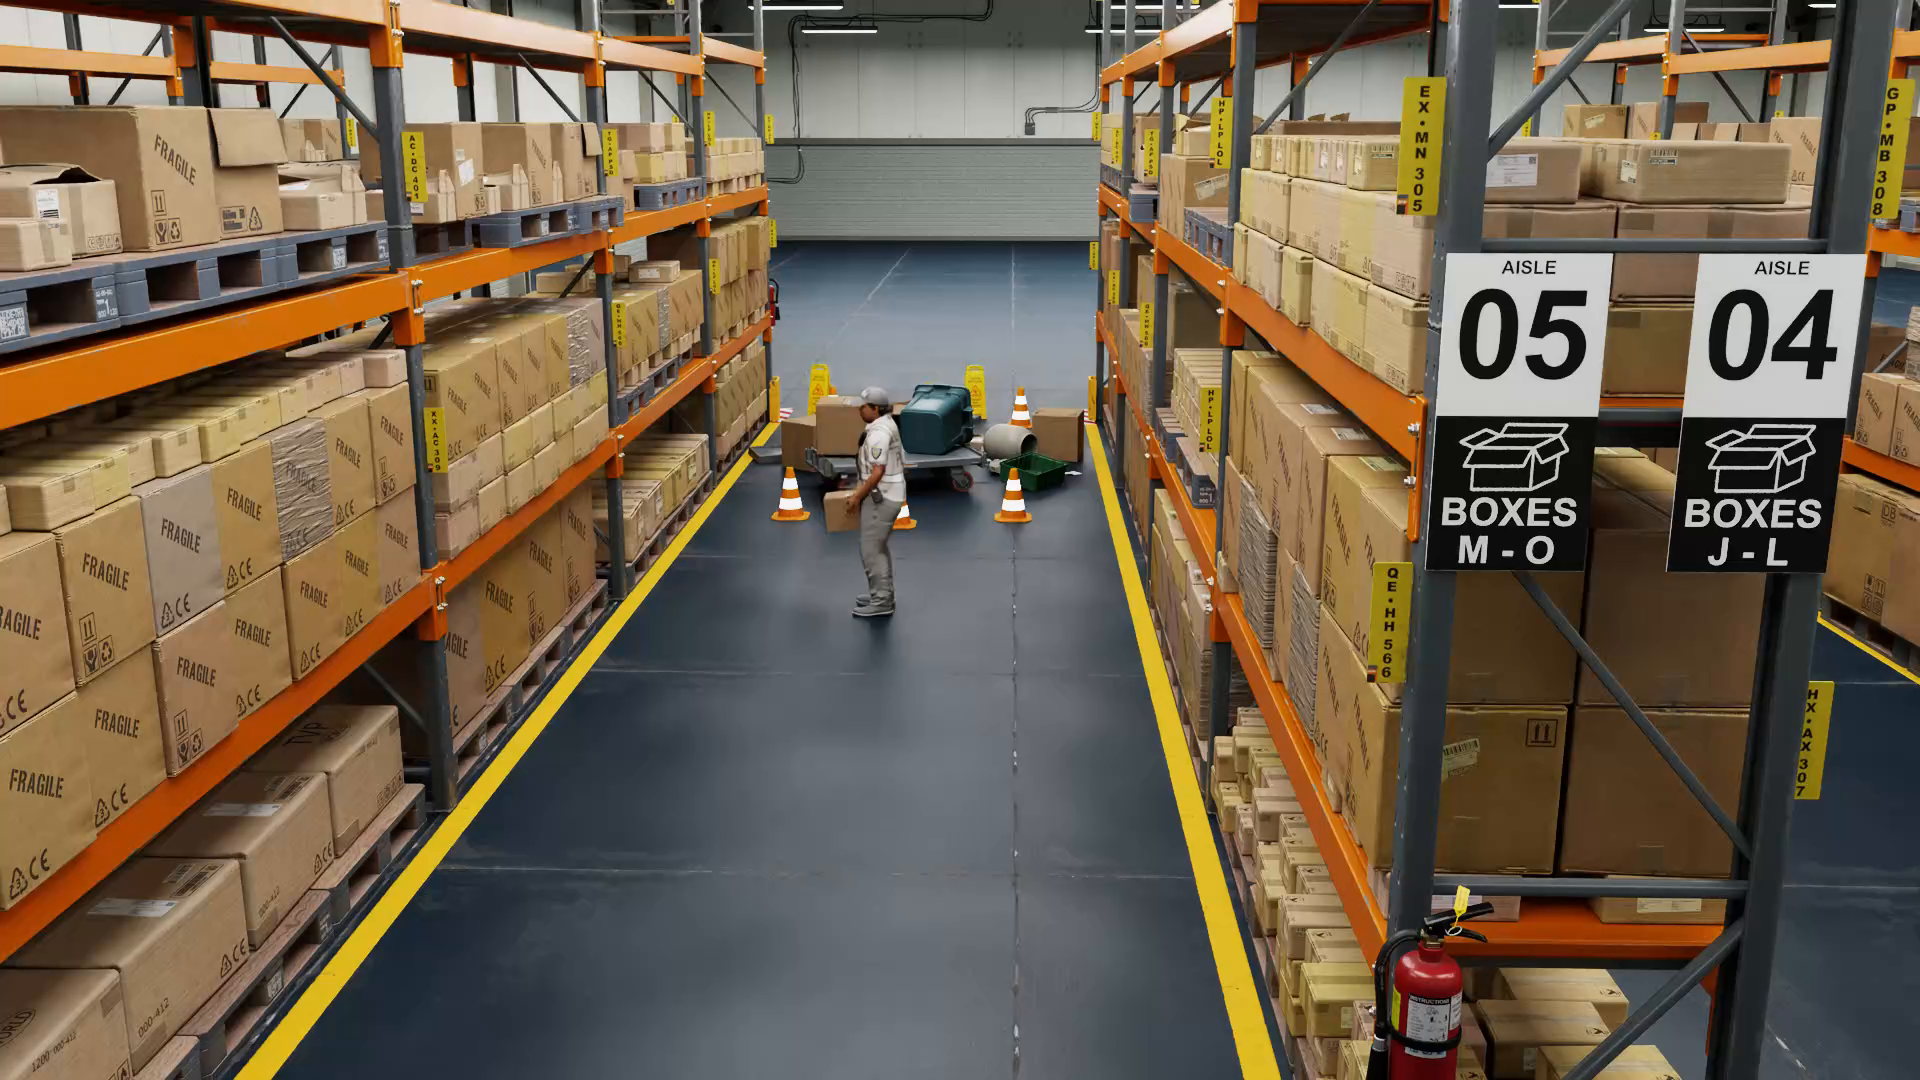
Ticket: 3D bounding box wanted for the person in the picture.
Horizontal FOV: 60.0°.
[{"bbox_3d":[7.900,-7.227,30.973,17.098,6.001,40.550,0,14,1],"label":"person"}]
